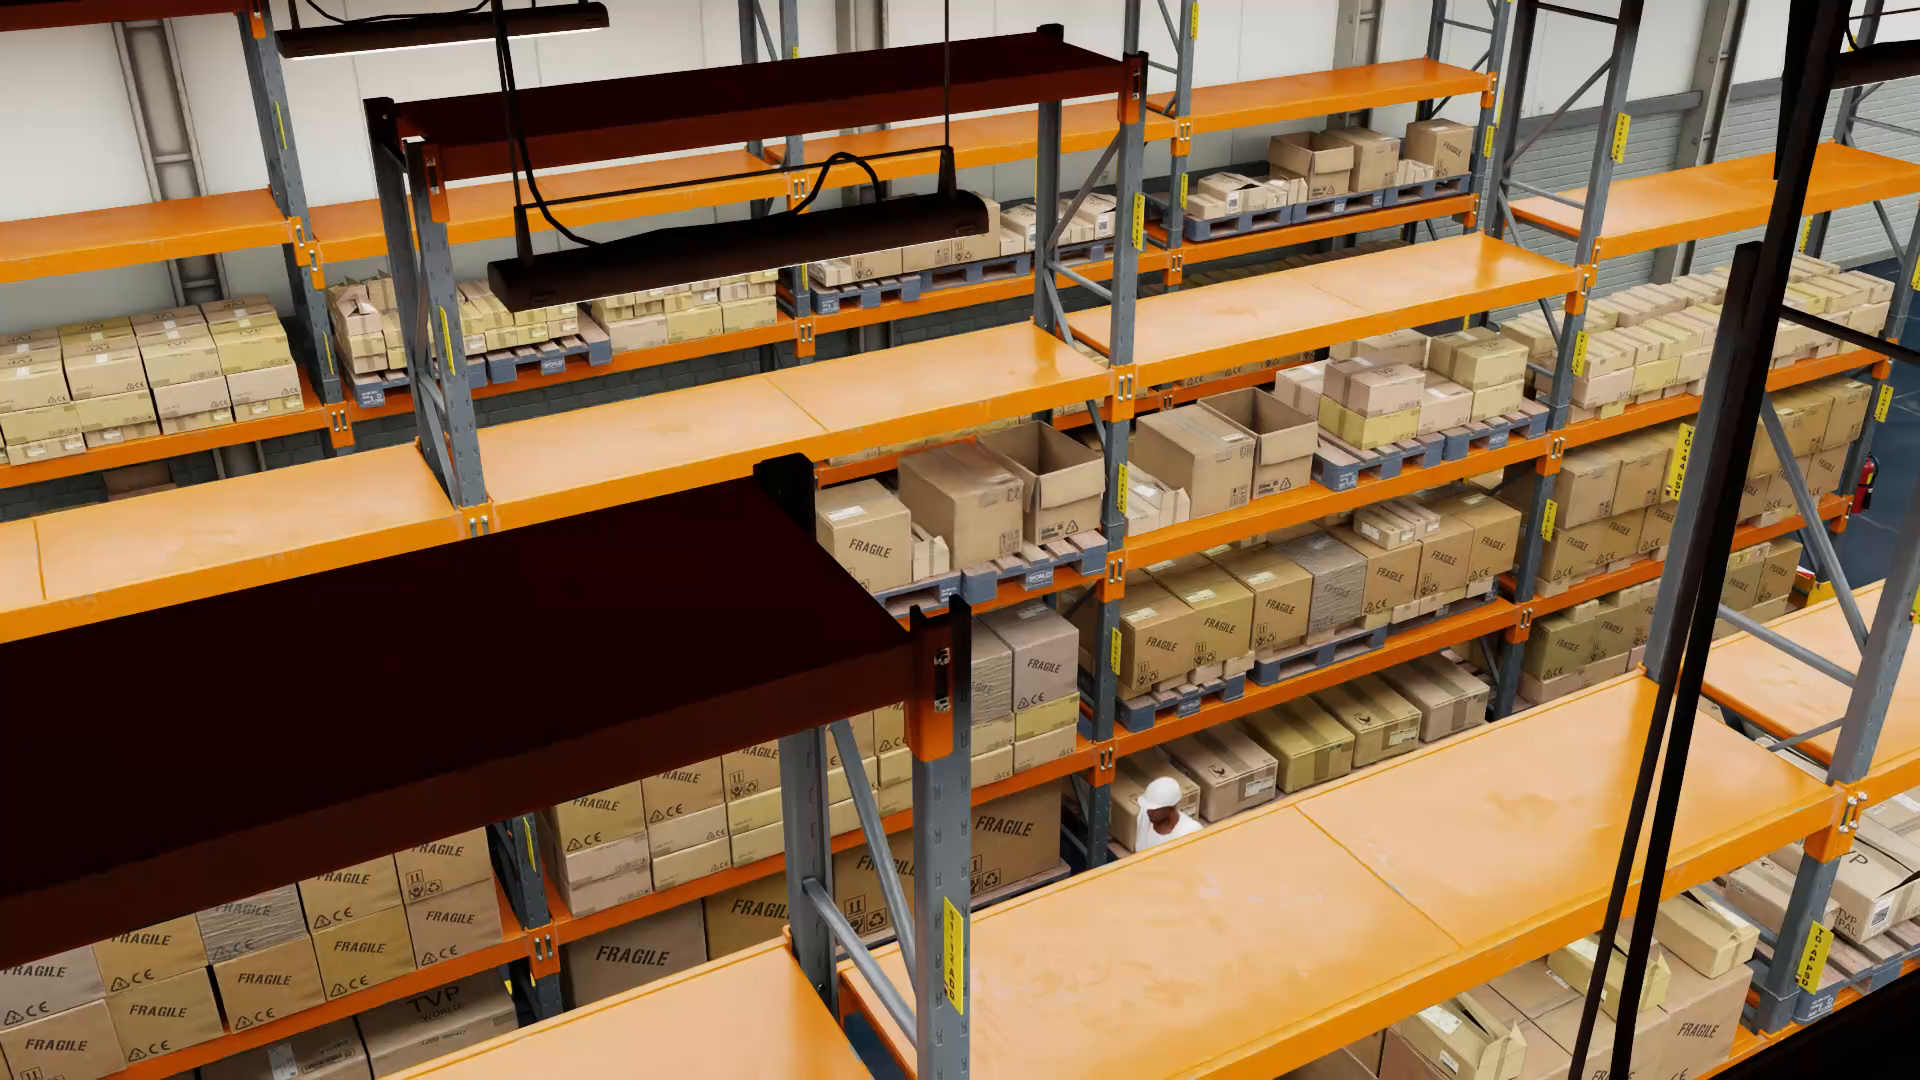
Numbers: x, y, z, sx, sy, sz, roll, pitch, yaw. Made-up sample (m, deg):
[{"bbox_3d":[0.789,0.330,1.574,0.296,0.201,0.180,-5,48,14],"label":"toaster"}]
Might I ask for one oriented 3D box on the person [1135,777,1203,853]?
[{"bbox_3d":[1.366,2.279,10.802,0.489,1.759,0.611,-20,34,-32],"label":"person"}]
